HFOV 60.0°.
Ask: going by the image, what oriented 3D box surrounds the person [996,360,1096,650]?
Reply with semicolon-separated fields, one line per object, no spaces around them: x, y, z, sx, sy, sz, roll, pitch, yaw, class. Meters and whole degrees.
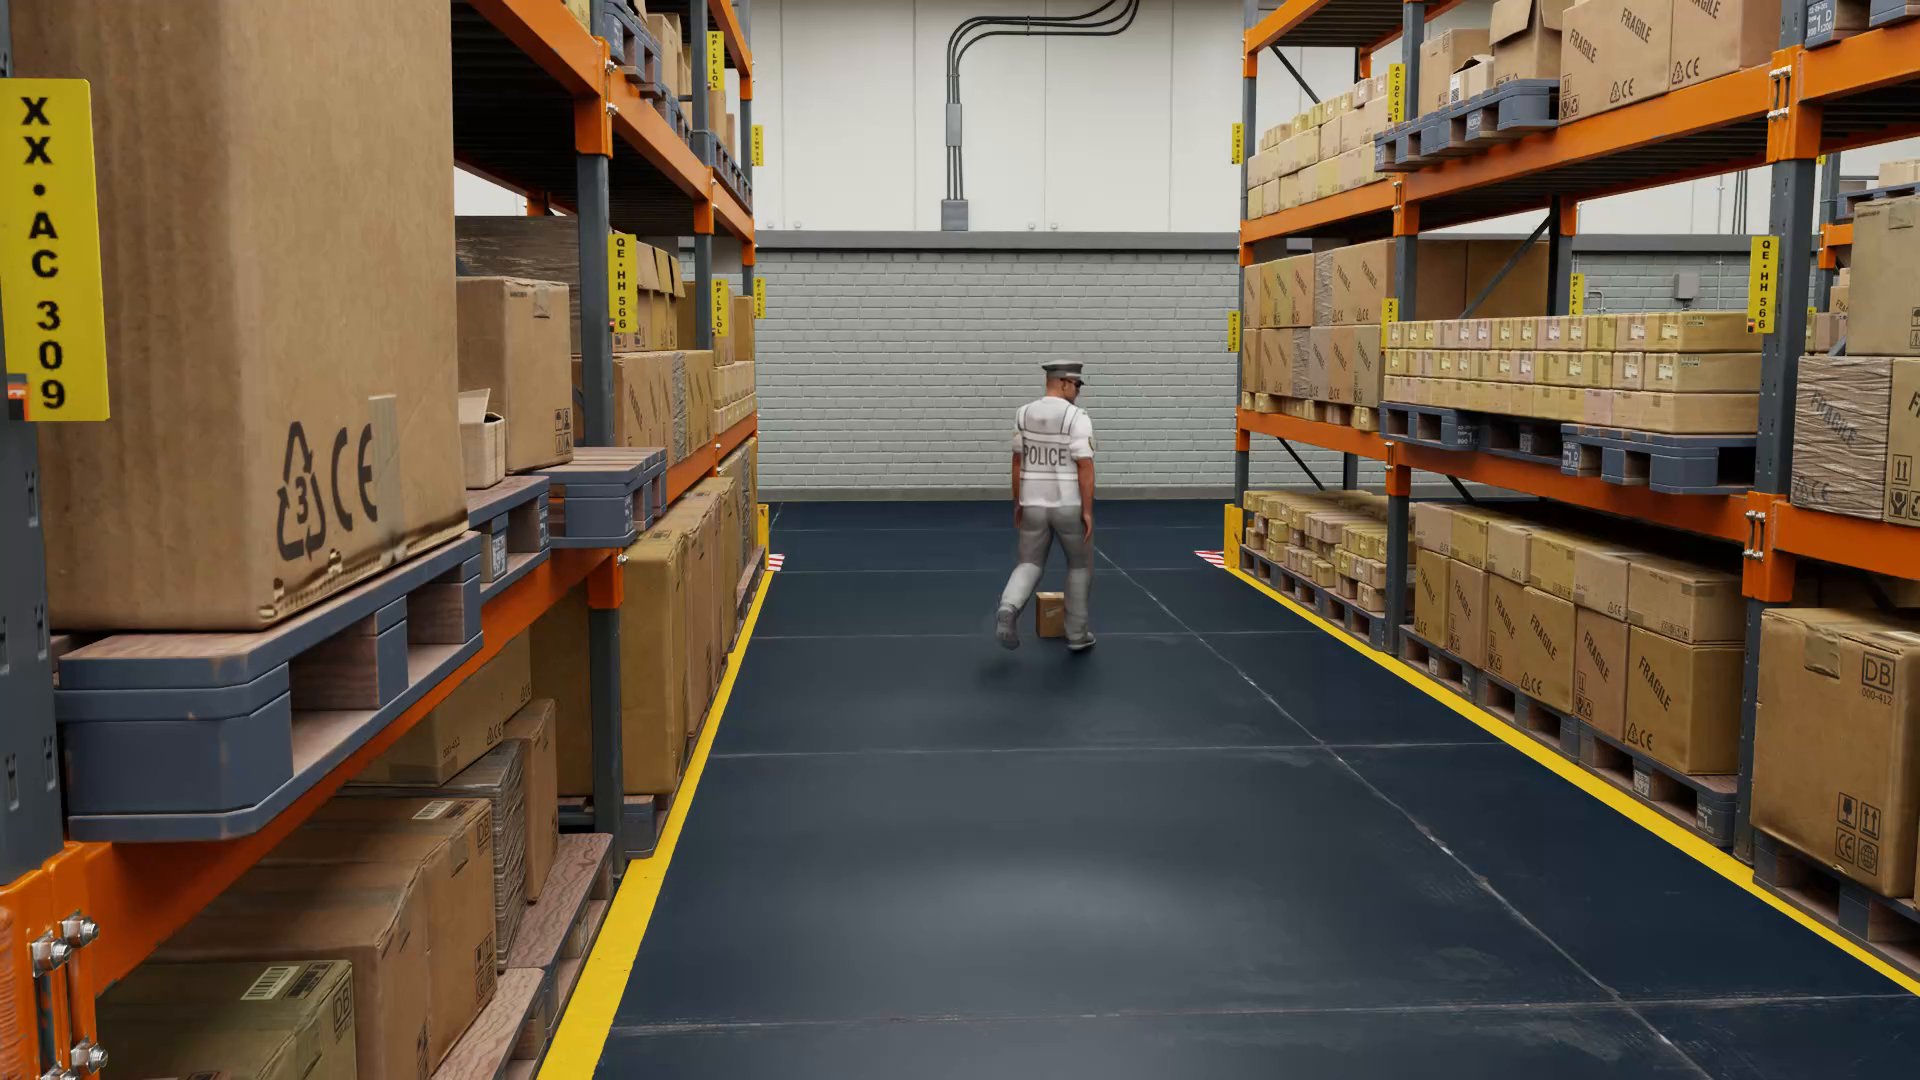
0.552;-0.193;9.782;0.554;1.726;0.792;4;8;28;person
